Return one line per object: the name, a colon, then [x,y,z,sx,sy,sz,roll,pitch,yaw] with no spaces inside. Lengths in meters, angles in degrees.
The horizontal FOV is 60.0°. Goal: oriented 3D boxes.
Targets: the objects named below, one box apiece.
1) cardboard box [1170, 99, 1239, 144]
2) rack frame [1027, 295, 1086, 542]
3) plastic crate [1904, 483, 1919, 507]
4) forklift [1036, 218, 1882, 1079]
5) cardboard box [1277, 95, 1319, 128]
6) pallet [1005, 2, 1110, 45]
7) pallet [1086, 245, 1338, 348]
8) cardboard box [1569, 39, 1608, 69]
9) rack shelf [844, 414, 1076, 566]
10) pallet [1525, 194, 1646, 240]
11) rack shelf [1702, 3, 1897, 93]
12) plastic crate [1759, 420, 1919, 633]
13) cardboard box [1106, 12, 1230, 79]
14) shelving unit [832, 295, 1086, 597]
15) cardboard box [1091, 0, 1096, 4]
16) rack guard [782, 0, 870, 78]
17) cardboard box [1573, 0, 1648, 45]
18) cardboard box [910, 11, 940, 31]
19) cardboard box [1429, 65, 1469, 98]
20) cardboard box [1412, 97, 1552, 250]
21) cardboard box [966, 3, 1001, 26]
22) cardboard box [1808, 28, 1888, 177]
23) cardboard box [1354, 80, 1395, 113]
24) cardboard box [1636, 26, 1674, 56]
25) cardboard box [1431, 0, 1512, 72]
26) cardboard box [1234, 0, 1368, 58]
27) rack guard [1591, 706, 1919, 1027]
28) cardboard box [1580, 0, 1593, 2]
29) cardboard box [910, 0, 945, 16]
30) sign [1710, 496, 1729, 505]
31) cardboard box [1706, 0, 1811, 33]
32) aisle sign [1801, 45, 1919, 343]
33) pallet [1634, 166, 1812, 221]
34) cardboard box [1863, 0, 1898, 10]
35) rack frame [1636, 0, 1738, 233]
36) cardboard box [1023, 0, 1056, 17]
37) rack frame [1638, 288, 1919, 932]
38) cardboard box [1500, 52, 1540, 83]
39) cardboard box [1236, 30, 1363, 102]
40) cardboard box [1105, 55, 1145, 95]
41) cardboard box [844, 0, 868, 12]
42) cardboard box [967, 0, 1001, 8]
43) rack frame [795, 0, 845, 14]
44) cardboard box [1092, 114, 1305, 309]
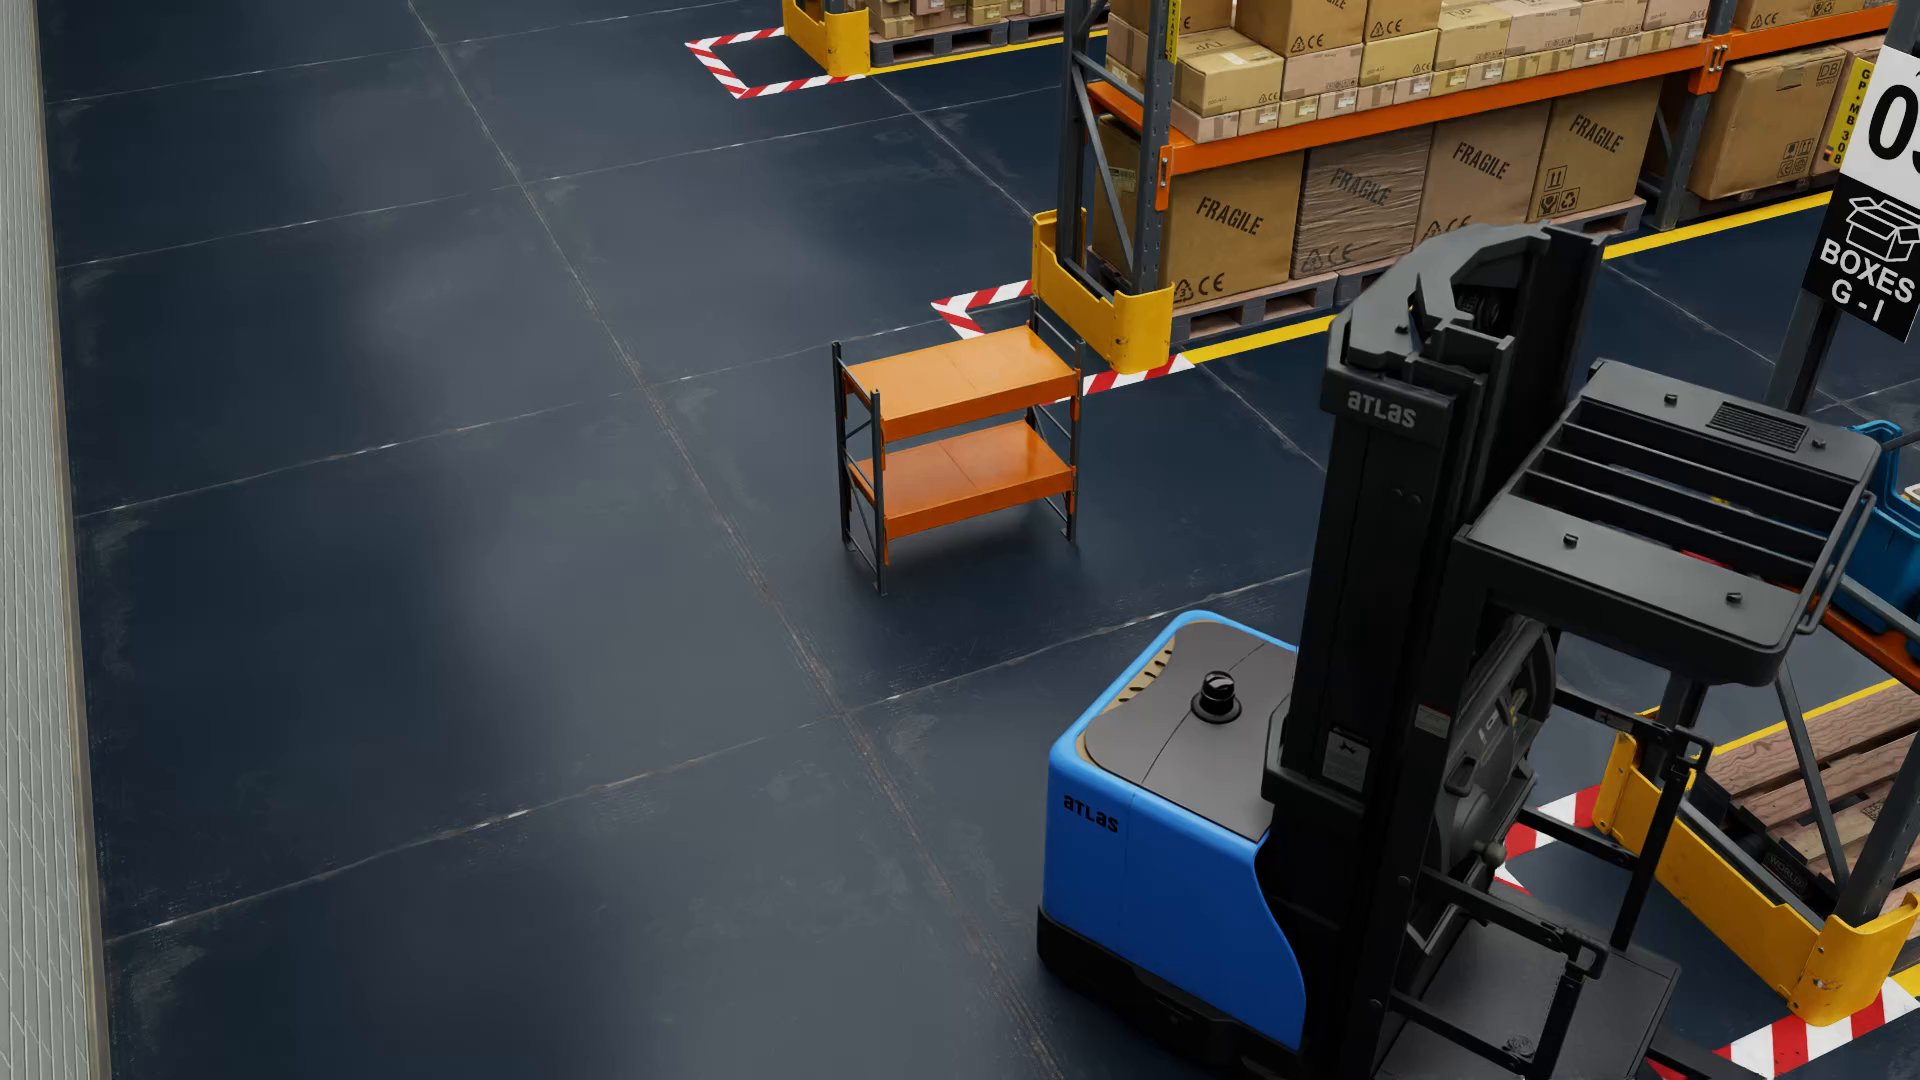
cardboard box: [1.309,-2.313,9.062,0.250,0.149,0.380,-15,39,-19]
rack frame: [0.454,-0.579,8.086,0.032,1.125,0.500,-16,39,-20]
plastic crate: [3.613,-0.053,5.975,0.243,0.136,0.396,-16,39,-20]
forklift: [1.773,0.663,4.895,3.031,2.935,1.130,23,42,28]
cardboard box: [1.772,-2.444,9.238,0.250,0.149,0.380,-17,40,-21]
pallet: [0.754,-4.595,14.268,1.213,0.211,1.003,-16,39,-20]
pallet: [1.538,-1.627,10.266,1.213,0.211,1.003,-16,39,-20]
cardboard box: [3.633,-2.965,9.940,0.250,0.149,0.380,-15,39,-19]
rack shelf: [-0.006,-0.254,8.058,1.000,0.278,0.538,-16,39,-20]
pallet: [3.747,-2.244,11.099,1.213,0.211,1.003,-16,39,-20]
rack shelf: [6.279,-3.732,11.368,4.000,0.370,1.077,-16,39,-20]
plastic crate: [3.176,-0.055,5.726,0.499,0.435,0.616,-16,39,-20]
cardboard box: [1.173,-2.827,9.420,0.500,0.250,0.500,-16,40,-21]
shelving unit: [-0.006,-0.450,7.913,1.048,1.125,0.538,-16,39,-20]
cardboard box: [1.041,-4.664,14.061,0.250,0.149,0.380,-15,39,-19]
rack guard: [-1.100,-4.218,13.517,0.348,0.500,1.175,-16,39,-20]
cardboard box: [3.713,-3.188,9.907,0.500,0.250,0.500,-14,39,-19]
cardboard box: [-0.356,-4.297,13.566,0.250,0.149,0.380,-16,39,-20]
cardboard box: [2.701,-2.703,9.588,0.250,0.149,0.380,-17,40,-21]
cardboard box: [3.022,-2.478,10.504,0.875,0.875,0.875,-16,39,-20]
cardboard box: [0.144,-4.369,13.663,0.250,0.149,0.380,-15,39,-19]
cardboard box: [5.848,-3.229,11.517,0.875,0.875,1.225,-17,40,-21]
cardboard box: [2.238,-2.574,9.414,0.250,0.149,0.380,-16,40,-21]
cardboard box: [4.098,-3.094,10.115,0.250,0.149,0.380,-15,39,-19]
cardboard box: [2.791,-2.933,9.562,0.500,0.250,0.500,-16,40,-21]
cardboard box: [1.849,-2.965,8.976,0.500,0.500,0.500,-17,40,-21]
rack guard: [2.936,1.186,6.231,0.348,0.500,1.175,-16,39,-20]
cardboard box: [3.711,-3.490,9.684,0.500,0.500,0.500,-15,39,-19]
cardboard box: [-0.313,-4.379,13.427,0.250,0.149,0.380,-16,39,-20]
sign: [2.704,-0.189,5.850,0.005,0.325,0.100,-16,39,-20]
cardboard box: [4.991,-3.536,10.416,0.500,0.500,0.500,-15,39,-20]
aisle sign: [2.762,-1.015,4.918,0.004,0.787,0.394,-16,39,-20]
pallet: [5.135,-2.631,11.620,1.213,0.211,1.003,-16,39,-20]
cardboard box: [5.899,-3.791,10.759,0.500,0.500,0.500,-17,40,-21]
rack frame: [4.469,-3.515,10.471,0.127,3.000,1.000,-16,39,-20]
cardboard box: [0.597,-4.501,13.841,0.250,0.149,0.380,-18,40,-22]
rack frame: [2.952,0.169,5.504,0.127,3.000,1.000,-16,39,-20]
cardboard box: [3.169,-2.834,9.764,0.250,0.149,0.380,-16,40,-21]
cardboard box: [1.865,-2.672,9.211,0.500,0.250,0.500,-16,39,-20]
cardboard box: [1.030,-2.669,9.541,0.250,0.149,0.380,-15,39,-19]
cardboard box: [-0.781,-4.472,13.802,0.250,0.149,0.380,-15,39,-19]
cardboard box: [0.149,-4.495,13.583,0.250,0.149,0.380,-14,39,-19]
rack frame: [-1.168,-5.203,12.746,0.127,3.000,1.000,-16,39,-20]
cardboard box: [1.393,-2.023,9.890,0.875,0.875,0.875,-16,39,-20]
